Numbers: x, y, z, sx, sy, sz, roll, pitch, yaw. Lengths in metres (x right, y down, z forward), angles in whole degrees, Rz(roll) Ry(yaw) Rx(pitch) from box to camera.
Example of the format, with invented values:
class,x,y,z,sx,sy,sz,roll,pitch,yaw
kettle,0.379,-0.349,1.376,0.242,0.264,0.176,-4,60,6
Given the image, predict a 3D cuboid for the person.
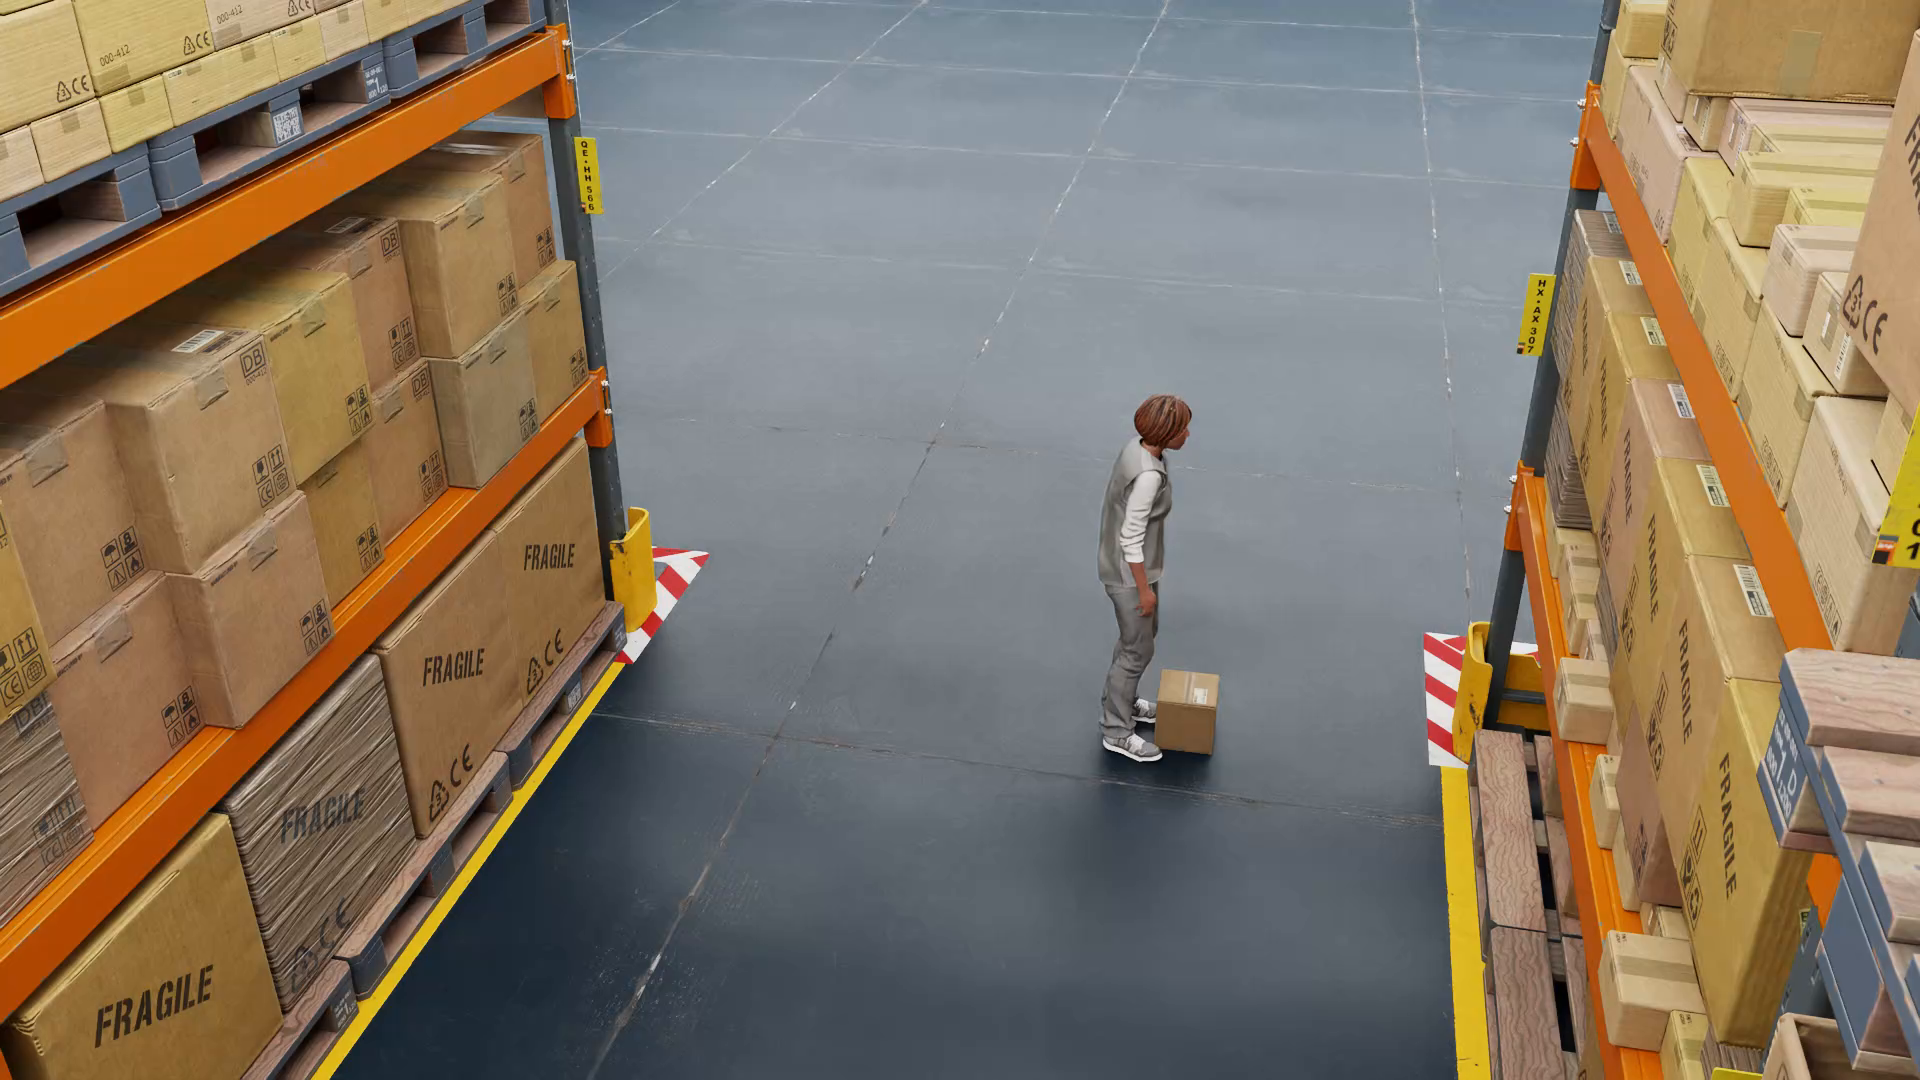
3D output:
class,x,y,z,sx,sy,sz,roll,pitch,yaw
person,0.741,0.132,6.900,0.341,1.594,0.485,4,30,8
